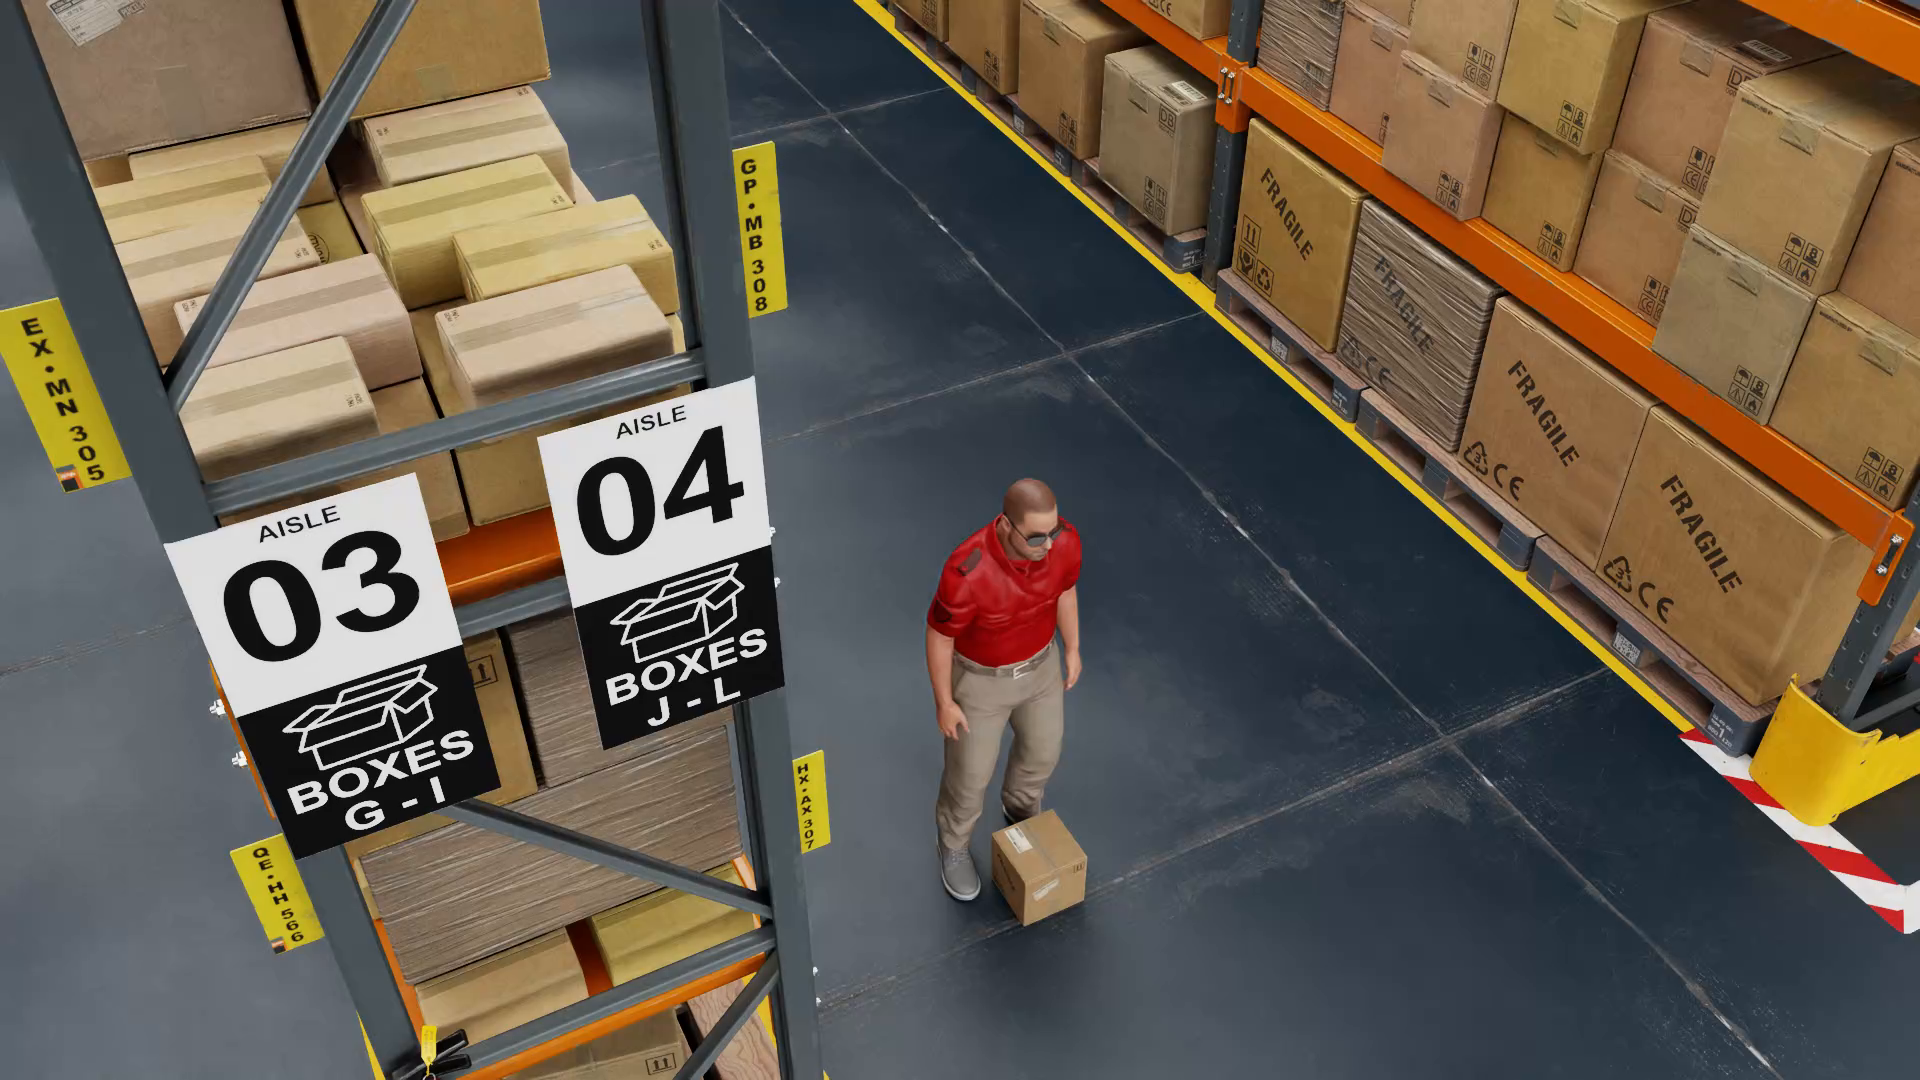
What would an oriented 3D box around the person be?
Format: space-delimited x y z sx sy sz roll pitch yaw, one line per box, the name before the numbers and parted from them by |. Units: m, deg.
person | 0.159 0.465 5.635 0.599 1.726 0.393 -21 45 -23
